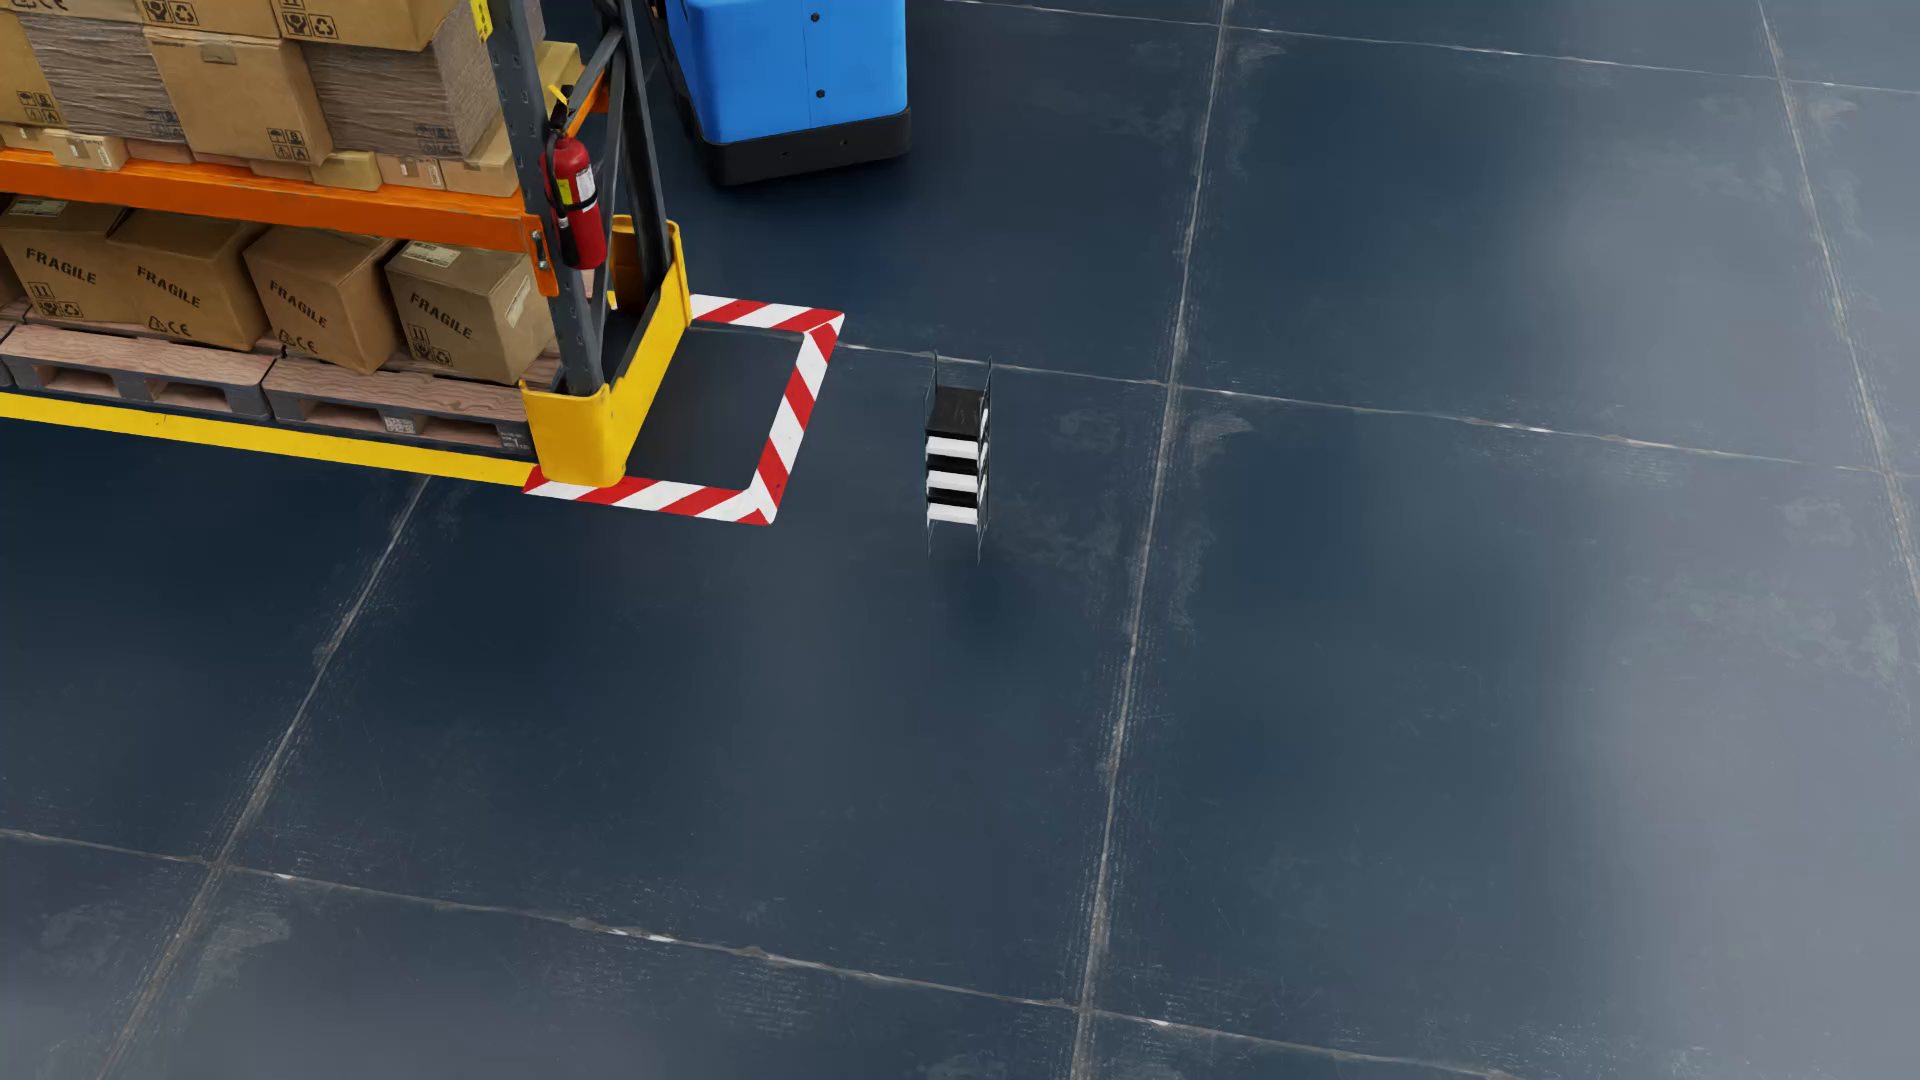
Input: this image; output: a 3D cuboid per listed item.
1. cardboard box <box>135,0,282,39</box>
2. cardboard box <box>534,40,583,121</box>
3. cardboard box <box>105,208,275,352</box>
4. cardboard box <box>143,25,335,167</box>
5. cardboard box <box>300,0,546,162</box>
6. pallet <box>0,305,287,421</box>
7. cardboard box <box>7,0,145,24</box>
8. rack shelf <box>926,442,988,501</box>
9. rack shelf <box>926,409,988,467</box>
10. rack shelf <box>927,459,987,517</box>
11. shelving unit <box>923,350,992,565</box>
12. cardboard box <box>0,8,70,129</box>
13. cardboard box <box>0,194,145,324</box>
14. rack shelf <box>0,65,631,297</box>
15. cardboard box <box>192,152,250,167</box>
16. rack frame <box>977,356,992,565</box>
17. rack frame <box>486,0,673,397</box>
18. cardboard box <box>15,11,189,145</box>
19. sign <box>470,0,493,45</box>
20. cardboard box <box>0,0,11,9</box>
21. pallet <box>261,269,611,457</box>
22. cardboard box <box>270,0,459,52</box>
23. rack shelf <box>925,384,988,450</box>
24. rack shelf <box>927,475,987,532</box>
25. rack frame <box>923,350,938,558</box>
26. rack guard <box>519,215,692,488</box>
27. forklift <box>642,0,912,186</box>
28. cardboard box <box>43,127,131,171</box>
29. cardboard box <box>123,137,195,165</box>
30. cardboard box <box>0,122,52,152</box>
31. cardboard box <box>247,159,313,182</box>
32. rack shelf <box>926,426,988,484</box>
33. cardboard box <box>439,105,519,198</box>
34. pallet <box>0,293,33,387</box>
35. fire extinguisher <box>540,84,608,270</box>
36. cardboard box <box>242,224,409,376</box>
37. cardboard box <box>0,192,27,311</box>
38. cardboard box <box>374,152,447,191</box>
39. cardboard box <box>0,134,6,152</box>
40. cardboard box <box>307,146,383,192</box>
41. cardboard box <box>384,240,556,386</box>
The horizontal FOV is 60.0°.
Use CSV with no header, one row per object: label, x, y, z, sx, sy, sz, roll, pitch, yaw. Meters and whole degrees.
cardboard box,-2.496,-2.072,5.628,0.500,0.500,0.500,8,49,7
cardboard box,-1.656,-1.780,6.473,0.250,0.149,0.380,8,49,7
cardboard box,-3.236,-1.202,7.184,0.500,0.500,0.500,12,49,10
cardboard box,-2.467,-1.856,6.105,0.500,0.500,0.875,8,49,7
cardboard box,-1.954,-1.877,6.125,0.500,0.500,0.875,8,49,7
pallet,-3.482,-1.026,7.502,1.213,0.211,1.003,8,49,7
cardboard box,-2.987,-2.140,5.689,0.500,0.500,0.500,8,49,7
rack shelf,-0.008,-0.280,6.413,0.200,0.077,0.258,8,49,7
rack shelf,-0.008,-0.400,6.279,0.200,0.077,0.258,8,49,7
rack shelf,-0.008,-0.219,6.480,0.200,0.077,0.258,8,49,7
shelving unit,-0.008,-0.302,6.388,0.210,0.900,0.258,8,49,7
cardboard box,-3.442,-2.028,6.260,0.500,0.500,0.875,8,49,7
cardboard box,-3.777,-1.309,7.279,0.500,0.500,0.500,4,48,3
rack shelf,-3.386,-1.676,6.695,4.000,0.370,1.077,8,49,7
cardboard box,-2.718,-1.591,6.304,0.250,0.149,0.380,8,49,7
rack frame,0.092,-0.288,6.376,0.006,0.900,0.240,8,49,7
rack frame,-1.418,-1.652,6.189,0.127,3.000,1.000,8,49,7
cardboard box,-2.952,-1.953,6.193,0.500,0.500,0.875,8,49,7
sign,-1.536,-1.741,5.278,0.005,0.325,0.100,8,49,7
cardboard box,-3.478,-2.212,5.754,0.500,0.500,0.500,8,49,7
pallet,-2.285,-0.863,7.355,1.213,0.211,1.003,8,49,7
cardboard box,-2.003,-2.010,5.572,0.500,0.500,0.500,8,49,7
rack shelf,-0.008,-0.460,6.212,0.200,0.077,0.258,8,49,7
rack shelf,-0.008,-0.159,6.547,0.200,0.077,0.258,8,49,7
rack frame,-0.108,-0.315,6.400,0.006,0.900,0.240,8,49,7
rack guard,-1.492,-0.826,7.128,0.348,0.500,1.175,8,49,7
forklift,-1.156,-3.847,8.208,1.130,2.935,3.031,-13,49,-11
cardboard box,-3.229,-1.576,6.290,0.250,0.149,0.380,8,49,7
cardboard box,-2.968,-1.607,6.319,0.250,0.149,0.380,8,49,7
cardboard box,-3.463,-1.660,6.366,0.250,0.149,0.380,8,49,7
cardboard box,-2.479,-1.527,6.247,0.250,0.149,0.380,8,49,7
rack shelf,-0.008,-0.340,6.346,0.200,0.077,0.258,8,49,7
cardboard box,-1.735,-1.454,6.181,0.250,0.149,0.380,8,49,7
pallet,-4.687,-1.186,7.645,1.213,0.211,1.003,8,49,7
fire extinguisher,-1.387,-1.273,5.901,0.183,0.674,0.296,8,49,7
cardboard box,-2.623,-1.105,7.097,0.500,0.500,0.500,19,51,17
cardboard box,-4.402,-1.333,7.301,0.500,0.500,0.500,22,52,19
cardboard box,-1.981,-1.488,6.211,0.250,0.149,0.380,8,49,7
cardboard box,-3.717,-1.659,6.365,0.250,0.149,0.380,8,49,7
cardboard box,-2.236,-1.483,6.207,0.250,0.149,0.380,8,49,7
cardboard box,-2.029,-1.051,7.048,0.500,0.500,0.500,16,50,14
